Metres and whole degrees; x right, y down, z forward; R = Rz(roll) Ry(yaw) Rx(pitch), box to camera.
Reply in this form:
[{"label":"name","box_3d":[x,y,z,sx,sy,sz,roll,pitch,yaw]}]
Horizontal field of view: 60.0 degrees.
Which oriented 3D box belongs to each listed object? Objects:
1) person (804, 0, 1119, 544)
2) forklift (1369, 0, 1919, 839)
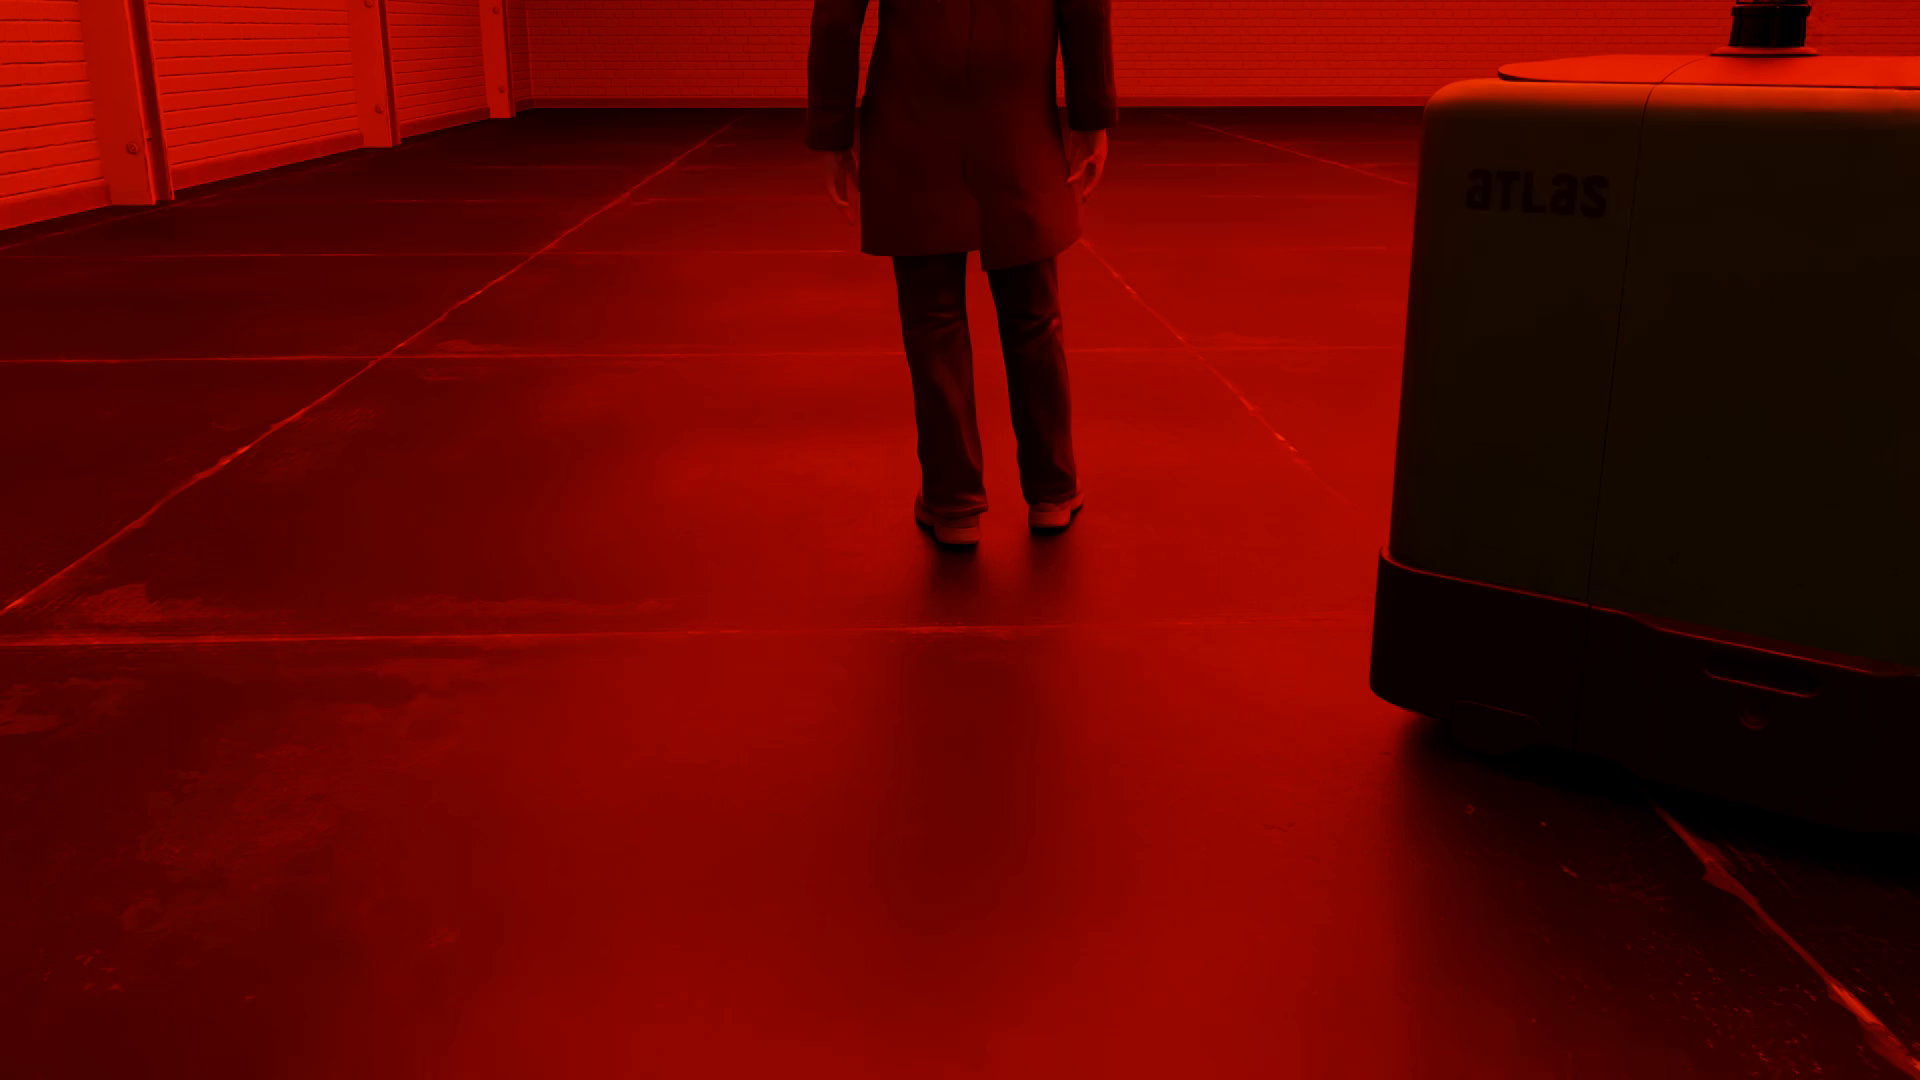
[{"label":"person","box_3d":[0.000,-0.884,3.743,0.694,1.776,0.582,-1,17,-3]},{"label":"forklift","box_3d":[2.173,-0.919,1.913,3.031,2.935,1.130,13,21,36]}]
